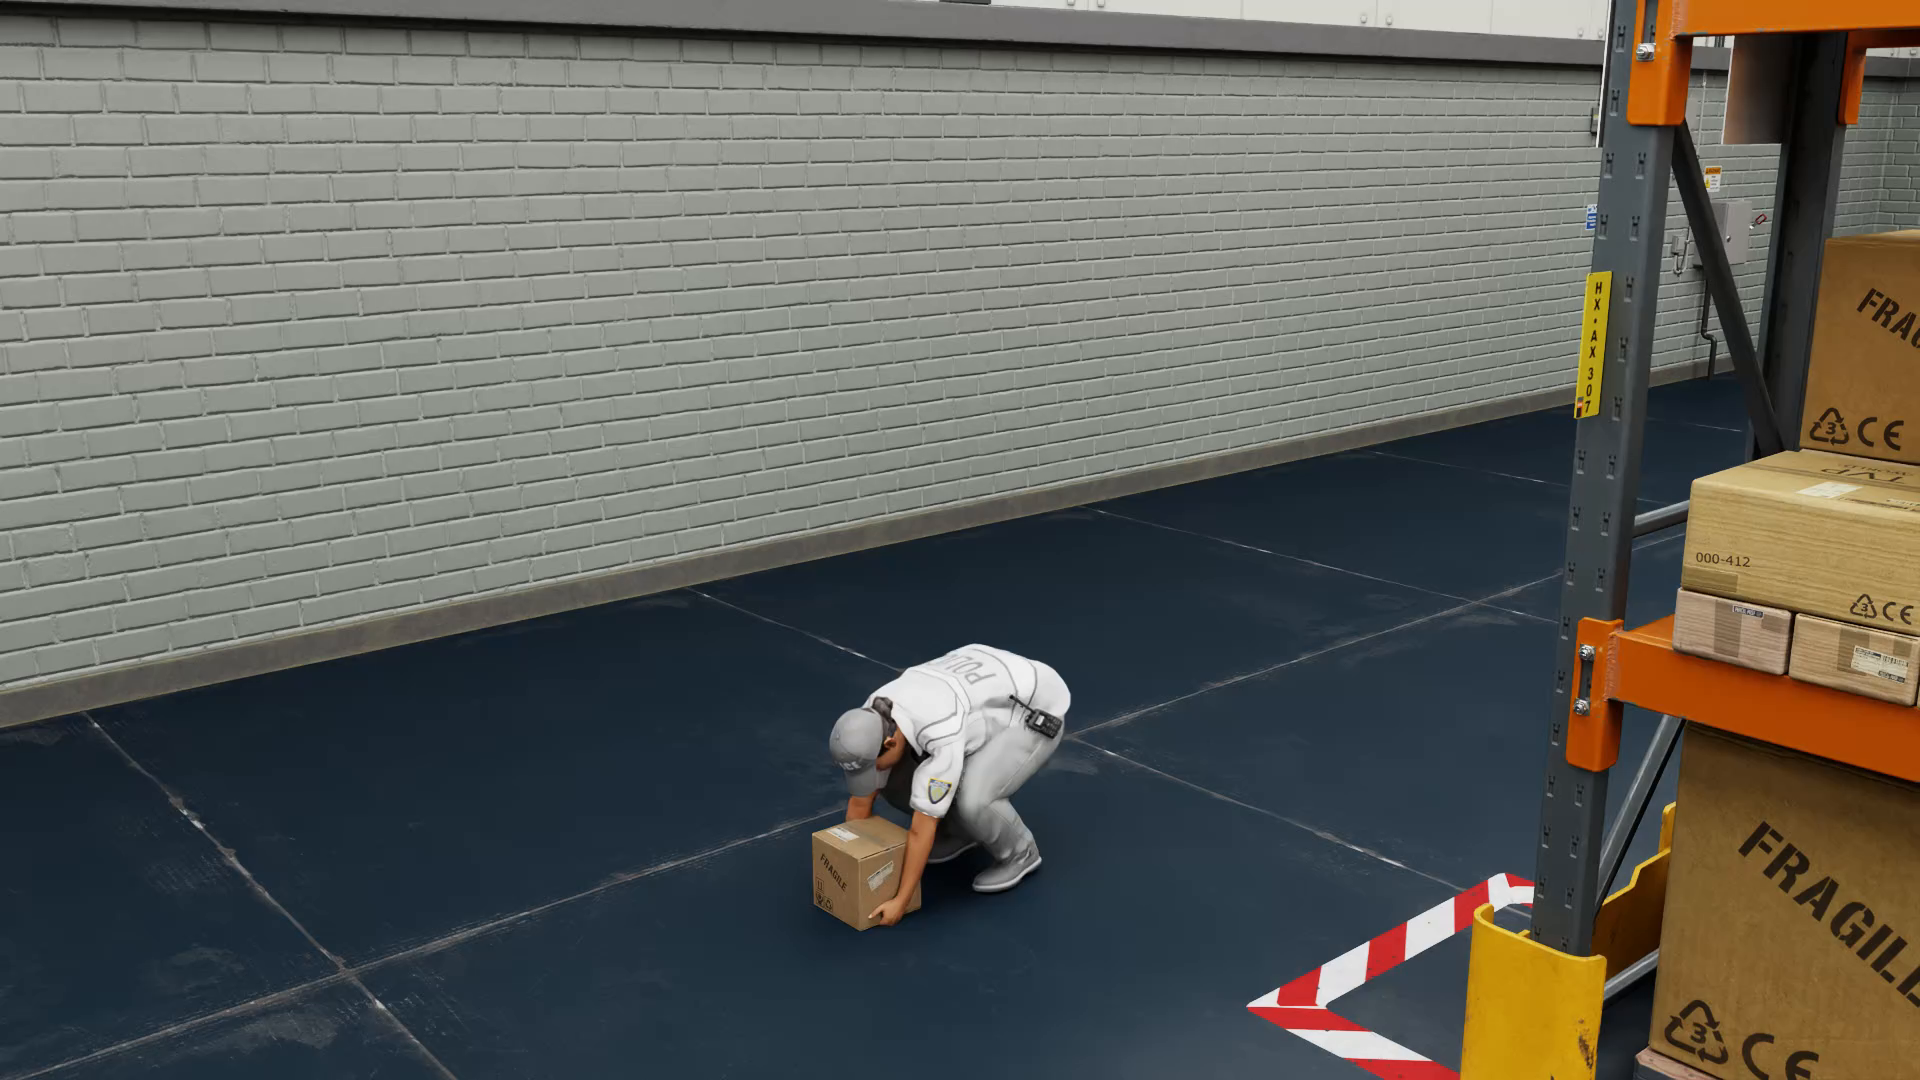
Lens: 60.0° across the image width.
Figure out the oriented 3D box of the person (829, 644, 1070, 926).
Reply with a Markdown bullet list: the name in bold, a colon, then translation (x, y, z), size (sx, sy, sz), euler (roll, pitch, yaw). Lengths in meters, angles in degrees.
- **person**: translation (-0.049, 0.778, 5.486), size (0.940, 0.772, 0.510), euler (-13, 19, -41)
